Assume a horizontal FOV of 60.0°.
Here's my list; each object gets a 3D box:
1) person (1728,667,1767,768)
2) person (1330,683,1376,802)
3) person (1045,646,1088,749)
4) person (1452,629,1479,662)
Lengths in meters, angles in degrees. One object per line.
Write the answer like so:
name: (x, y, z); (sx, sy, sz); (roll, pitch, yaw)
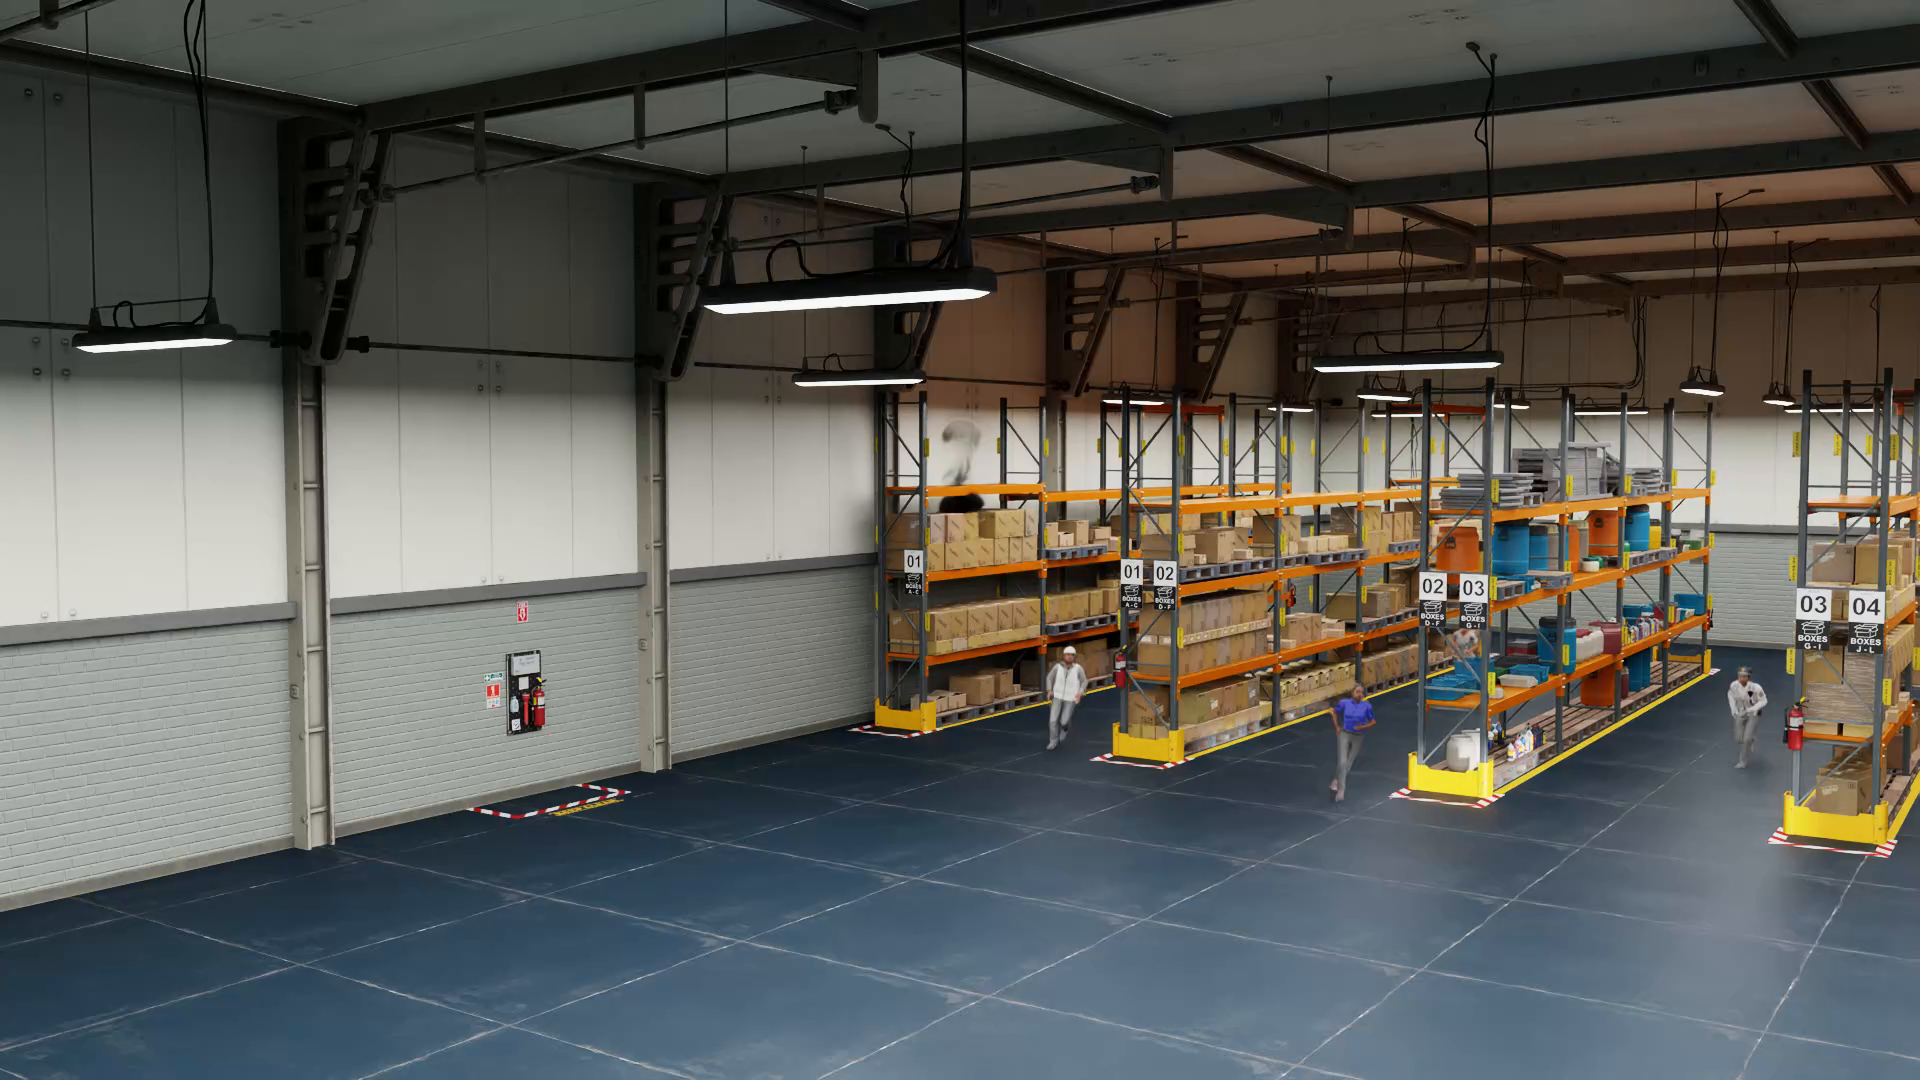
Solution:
person: (12.332, 2.772, 26.055); (0.610, 1.621, 0.700); (3, 4, 39)
person: (5.641, 2.869, 23.873); (0.621, 1.648, 0.865); (0, 3, 2)
person: (1.760, 2.621, 27.668); (0.703, 1.717, 0.535); (1, 3, 14)
person: (10.113, 2.376, 33.289); (0.554, 1.600, 0.704); (2, 4, 29)
